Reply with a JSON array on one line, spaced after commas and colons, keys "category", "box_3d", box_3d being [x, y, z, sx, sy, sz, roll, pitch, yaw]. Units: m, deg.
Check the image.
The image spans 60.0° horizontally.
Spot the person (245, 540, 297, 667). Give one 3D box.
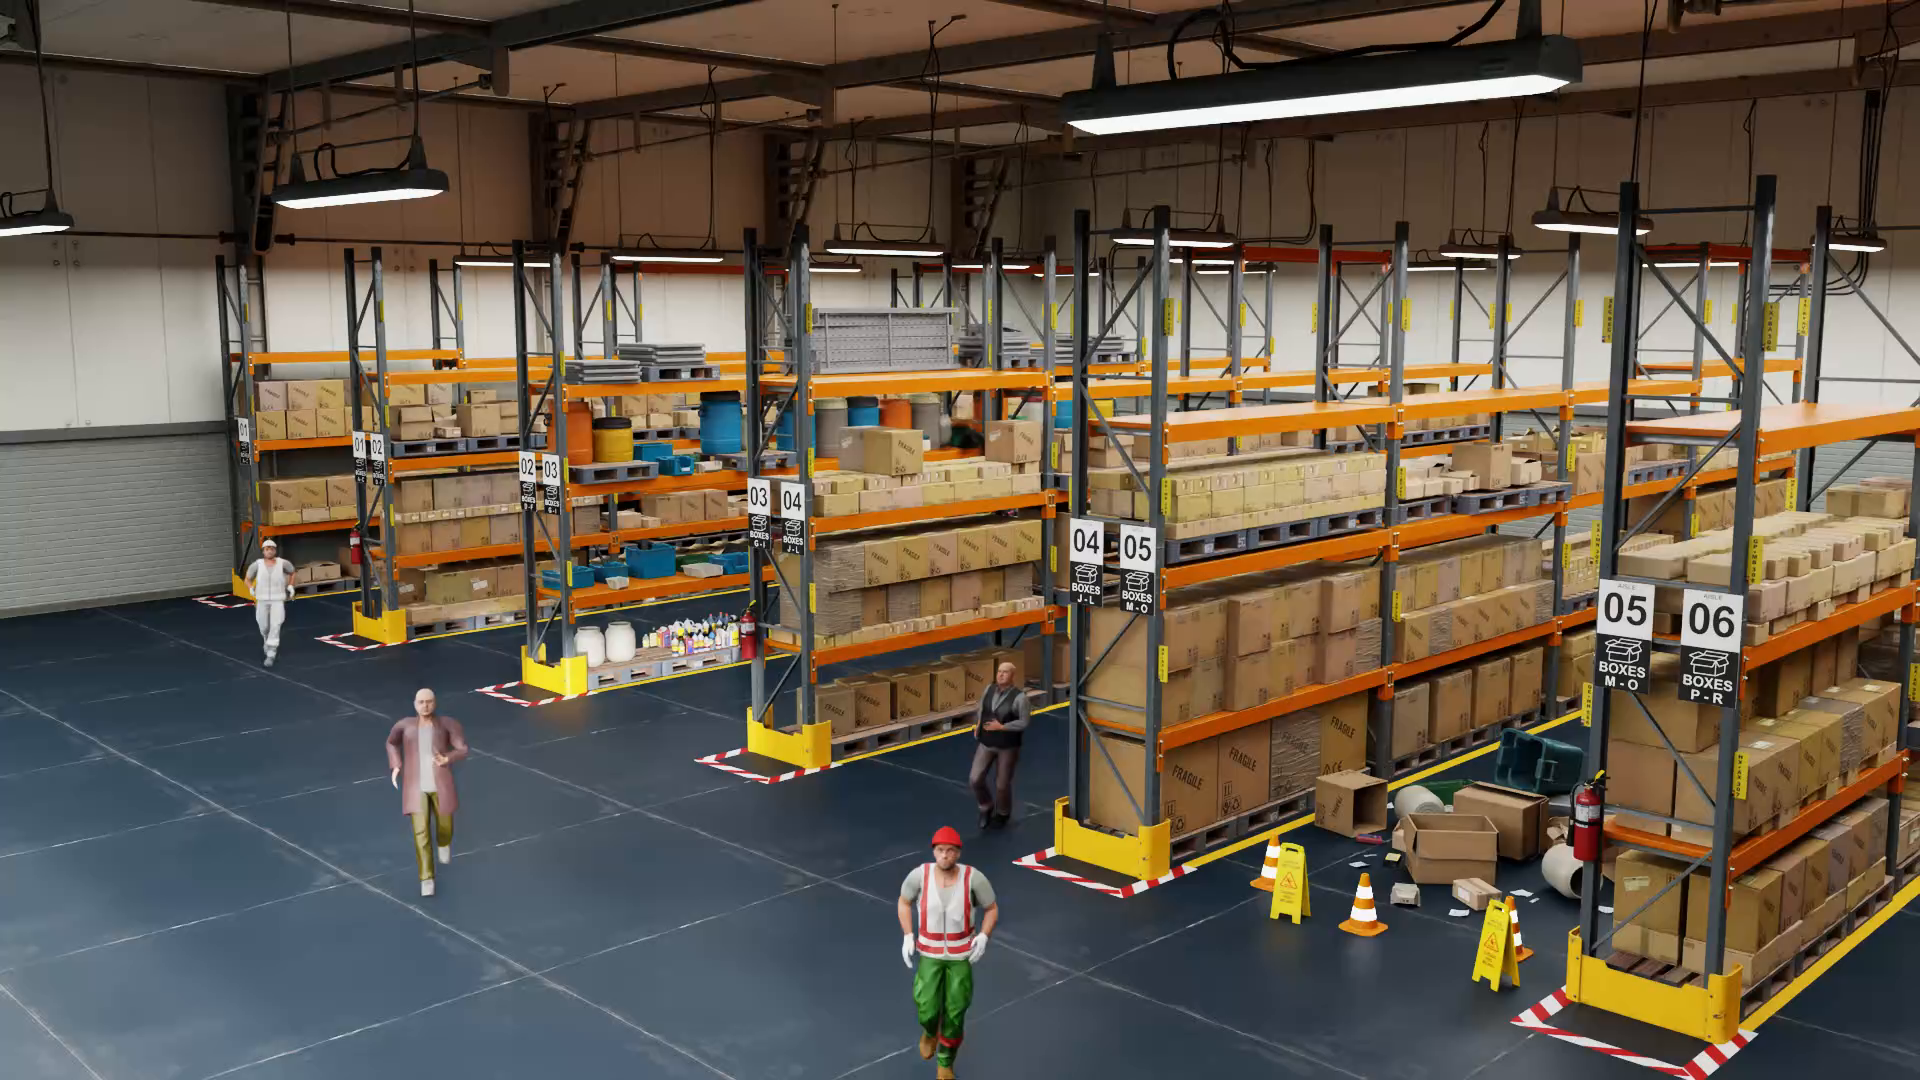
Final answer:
[{"category": "person", "box_3d": [-9.967, 0.880, 24.062, 0.689, 1.778, 0.995, -3, 8, -17]}]

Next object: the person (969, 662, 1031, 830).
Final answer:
[{"category": "person", "box_3d": [0.393, 2.030, 16.320, 0.638, 1.692, 0.658, 4, 9, 24]}]

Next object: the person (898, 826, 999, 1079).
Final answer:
[{"category": "person", "box_3d": [-0.078, 2.750, 11.065, 0.673, 1.751, 0.590, 0, 8, 1]}]

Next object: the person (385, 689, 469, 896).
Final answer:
[{"category": "person", "box_3d": [-4.741, 2.192, 14.835, 0.715, 1.754, 1.021, -2, 8, -16]}]
